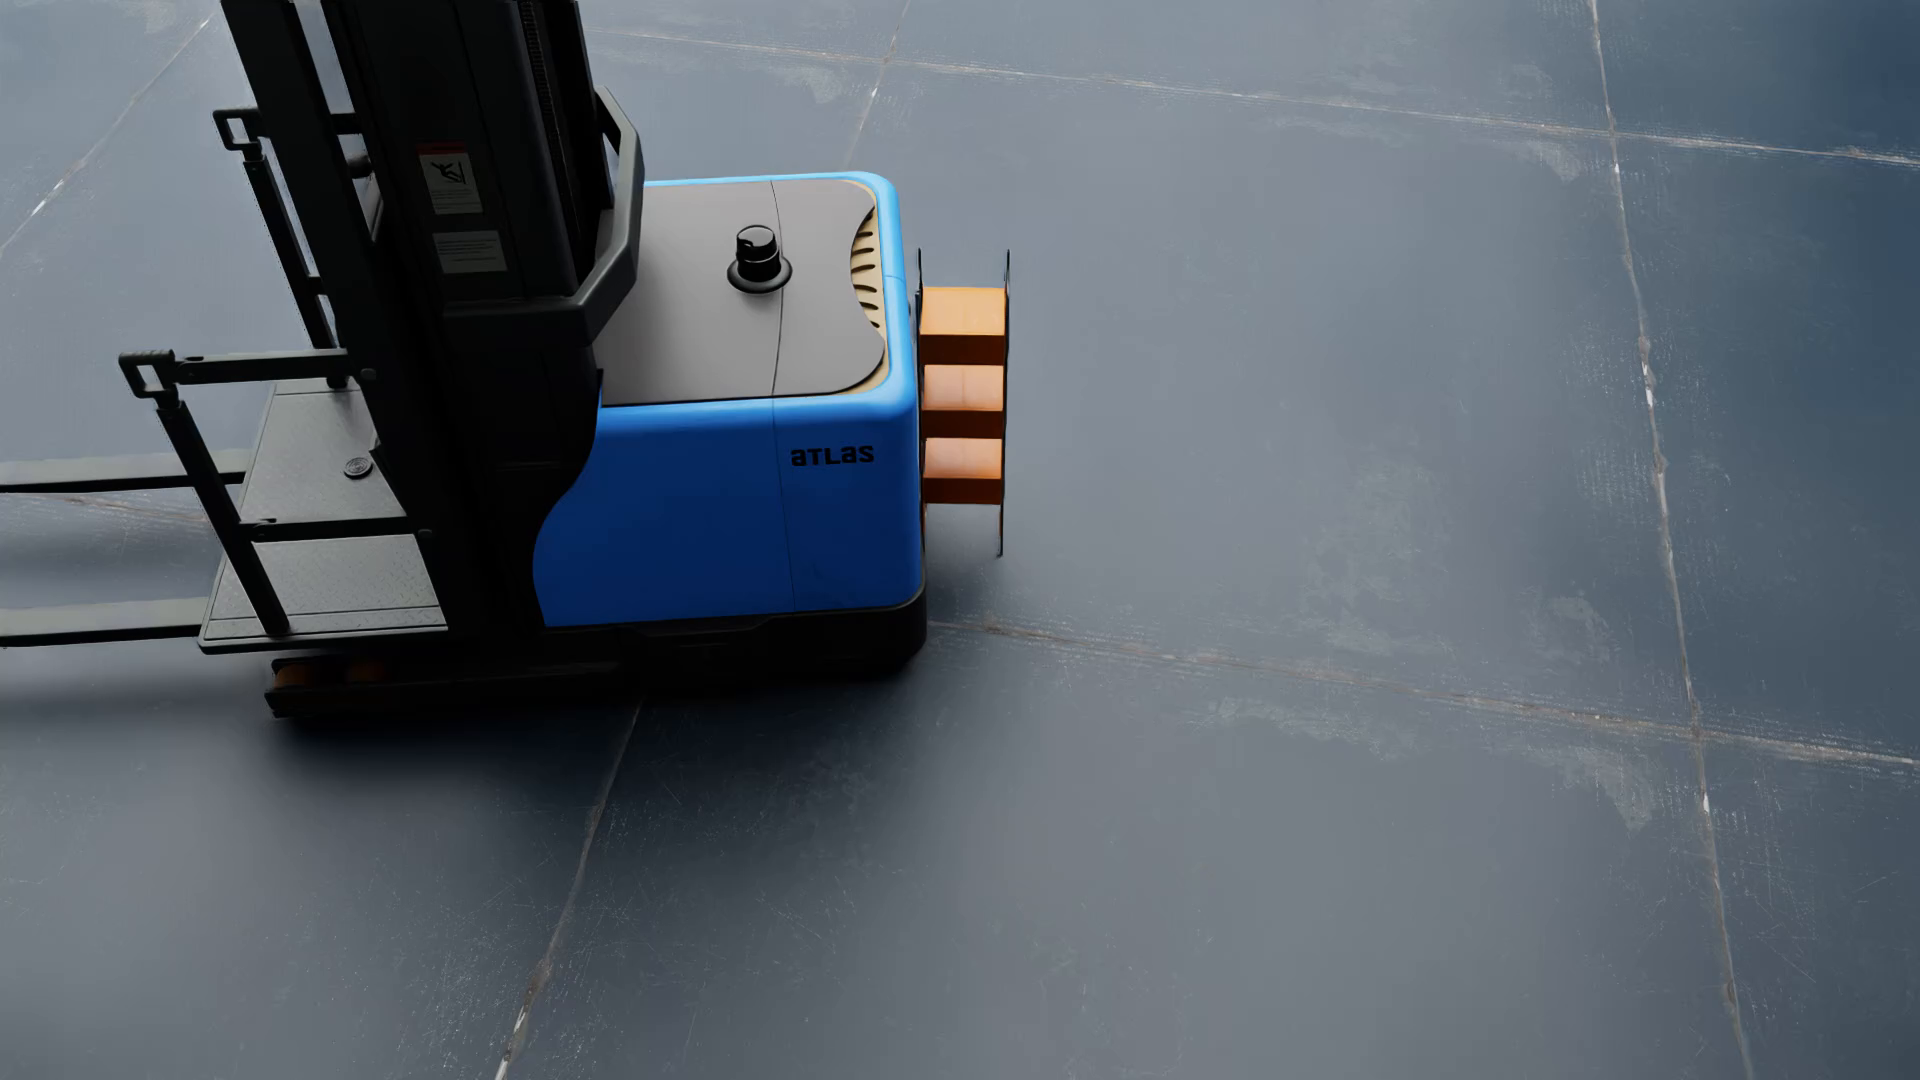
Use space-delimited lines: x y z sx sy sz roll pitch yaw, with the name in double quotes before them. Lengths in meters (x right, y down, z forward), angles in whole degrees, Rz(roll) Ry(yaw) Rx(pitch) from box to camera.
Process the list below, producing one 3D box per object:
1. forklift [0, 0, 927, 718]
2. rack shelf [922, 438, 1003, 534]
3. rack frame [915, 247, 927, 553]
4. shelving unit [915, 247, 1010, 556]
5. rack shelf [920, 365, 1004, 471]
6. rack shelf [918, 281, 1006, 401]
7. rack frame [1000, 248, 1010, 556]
"forklift" -1.642 -0.881 4.071 3.031 2.935 1.130 -3 48 -3
"rack shelf" 0.009 -0.183 5.097 0.240 0.259 0.215 1 48 1
"rack frame" -0.113 -0.378 4.884 0.008 1.050 0.200 1 48 1
"shelving unit" 0.009 -0.376 4.882 0.252 1.050 0.215 1 48 1
"rack shelf" 0.009 -0.369 4.890 0.240 0.259 0.215 1 48 1
"rack shelf" 0.009 -0.559 4.679 0.240 0.259 0.215 1 48 1
"rack frame" 0.131 -0.374 4.880 0.008 1.050 0.200 1 48 1
